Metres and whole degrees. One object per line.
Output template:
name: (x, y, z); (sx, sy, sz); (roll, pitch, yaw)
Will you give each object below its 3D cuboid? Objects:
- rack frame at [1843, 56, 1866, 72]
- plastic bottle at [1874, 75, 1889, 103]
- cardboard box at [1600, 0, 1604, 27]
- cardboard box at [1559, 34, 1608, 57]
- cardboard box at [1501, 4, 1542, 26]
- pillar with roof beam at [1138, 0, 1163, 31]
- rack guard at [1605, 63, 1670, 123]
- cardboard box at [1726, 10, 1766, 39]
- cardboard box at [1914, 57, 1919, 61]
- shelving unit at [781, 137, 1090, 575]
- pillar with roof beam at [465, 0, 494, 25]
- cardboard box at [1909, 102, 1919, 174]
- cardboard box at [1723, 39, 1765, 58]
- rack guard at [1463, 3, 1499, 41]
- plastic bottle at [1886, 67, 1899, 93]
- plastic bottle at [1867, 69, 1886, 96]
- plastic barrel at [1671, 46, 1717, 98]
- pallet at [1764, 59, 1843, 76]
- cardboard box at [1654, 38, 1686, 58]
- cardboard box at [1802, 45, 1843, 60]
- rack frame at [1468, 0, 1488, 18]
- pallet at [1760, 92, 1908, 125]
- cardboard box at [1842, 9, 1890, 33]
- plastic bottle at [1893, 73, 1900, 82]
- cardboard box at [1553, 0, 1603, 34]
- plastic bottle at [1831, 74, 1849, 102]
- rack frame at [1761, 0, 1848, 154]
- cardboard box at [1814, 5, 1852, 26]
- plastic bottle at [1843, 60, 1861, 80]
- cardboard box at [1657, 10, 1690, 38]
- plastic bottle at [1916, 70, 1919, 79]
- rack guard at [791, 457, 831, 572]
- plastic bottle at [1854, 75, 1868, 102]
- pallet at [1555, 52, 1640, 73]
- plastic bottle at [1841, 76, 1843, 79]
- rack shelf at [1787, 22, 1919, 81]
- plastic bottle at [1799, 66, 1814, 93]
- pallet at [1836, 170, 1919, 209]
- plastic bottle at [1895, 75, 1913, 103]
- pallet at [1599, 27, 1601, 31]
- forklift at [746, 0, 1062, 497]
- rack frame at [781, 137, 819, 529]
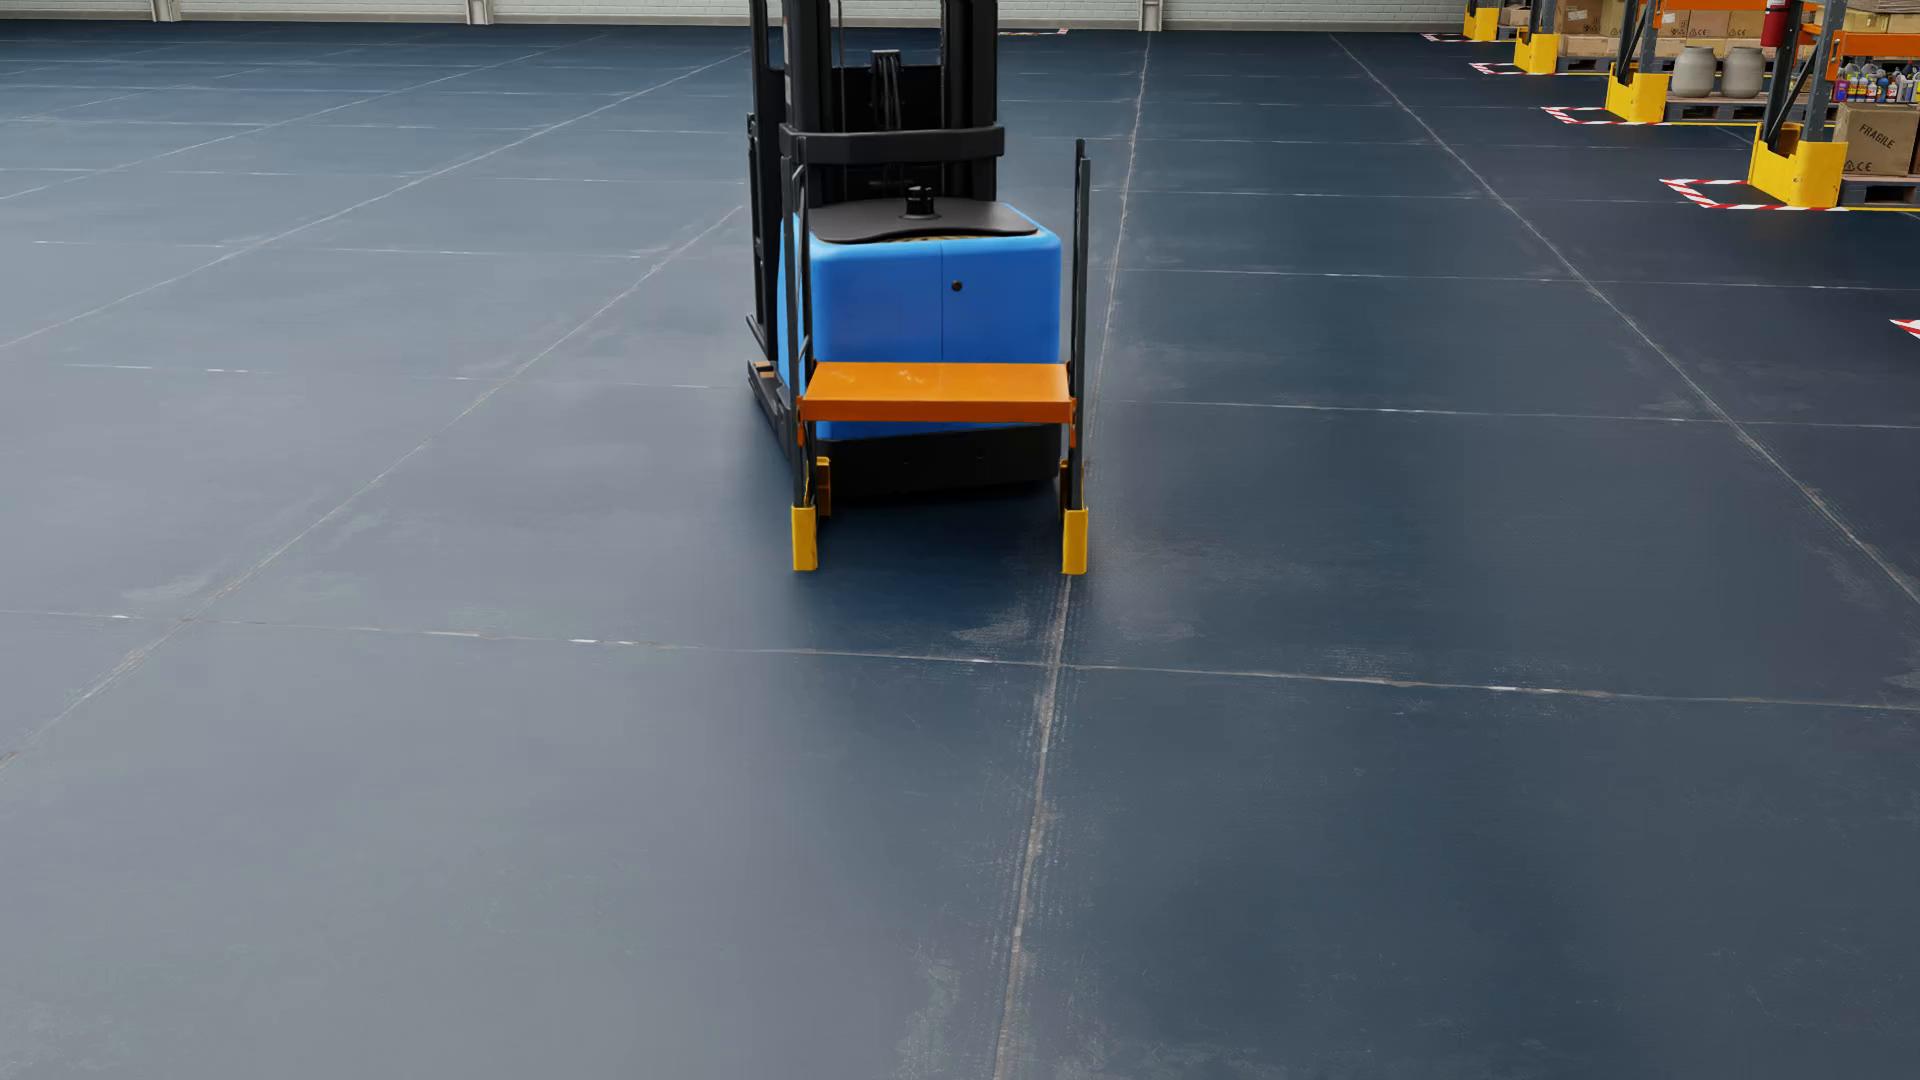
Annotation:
rack frame: (11.834, -7.657, 21.727); (0.127, 3.000, 1.000); (2, 22, 6)
plastic bottle: (9.680, -4.737, 17.454); (0.097, 0.271, 0.097); (0, 22, 0)
cardboard box: (10.406, -8.543, 26.771); (0.500, 0.500, 0.700); (1, 22, 3)
cardboard box: (8.368, -6.642, 22.329); (0.500, 0.250, 0.500); (2, 22, 6)
cardboard box: (9.117, -8.530, 26.994); (0.500, 0.311, 0.500); (0, 22, 0)
pillar with roof beam: (2.773, -11.402, 23.040); (0.400, 9.000, 9.100); (2, 22, 6)
rack guard: (7.356, -4.873, 18.085); (0.348, 0.500, 1.175); (2, 22, 6)
cardboard box: (10.356, -6.908, 21.983); (0.500, 0.500, 0.500); (2, 22, 6)
cardboard box: (12.713, -6.443, 21.825); (0.500, 0.250, 0.500); (3, 22, 8)
shelving unit: (-0.068, -0.682, 6.125); (1.083, 1.500, 0.587); (1, 22, 1)
pillar with roof beam: (-9.144, -11.921, 24.353); (0.400, 9.000, 9.100); (2, 22, 6)
cardboard box: (7.908, -3.199, 13.281); (0.500, 0.500, 0.500); (8, 23, 20)
cardboard box: (10.354, -6.555, 22.109); (0.500, 0.250, 0.500); (2, 22, 6)
rack guard: (8.516, -8.473, 27.191); (0.348, 0.500, 1.175); (2, 22, 6)
plastic bottle: (10.148, -5.007, 18.120); (0.133, 0.283, 0.061); (3, 22, 9)
plastic bottle: (9.892, -4.944, 17.972); (0.135, 0.276, 0.152); (2, 22, 6)
plastic barrel: (7.938, -5.059, 17.969); (0.421, 0.512, 0.421); (0, 22, 0)
pallet: (11.049, -6.410, 22.365); (1.213, 0.211, 1.003); (2, 22, 6)
cardboard box: (9.361, -6.600, 22.222); (0.500, 0.250, 0.500); (2, 22, 6)
cardboard box: (11.348, -6.514, 22.004); (0.500, 0.250, 0.500); (2, 22, 6)
rack frame: (8.441, -9.638, 26.740); (0.127, 3.000, 1.000); (2, 22, 6)
pallet: (9.370, -4.648, 17.909); (1.213, 0.211, 1.003); (2, 22, 6)
cardboard box: (6.947, -3.997, 12.811); (0.250, 0.149, 0.380); (2, 22, 6)
plastic bottle: (9.913, -4.782, 17.552); (0.133, 0.283, 0.061); (2, 22, 6)
cardboard box: (8.429, -7.180, 22.671); (0.500, 0.500, 0.500); (2, 22, 6)
plastic bottle: (9.261, -4.754, 17.481); (0.133, 0.283, 0.061); (3, 22, 7)
rack frame: (6.692, -4.213, 13.017); (0.127, 3.000, 1.000); (2, 22, 6)
cardboard box: (6.999, -4.159, 13.222); (0.250, 0.149, 0.380); (2, 22, 6)
plastic bottle: (9.700, -5.042, 18.118); (0.185, 0.351, 0.144); (3, 22, 9)
cardboard box: (9.363, -6.953, 22.095); (0.500, 0.500, 0.500); (2, 22, 6)
plastic bottle: (10.336, -4.933, 17.949); (0.097, 0.271, 0.097); (0, 22, 0)
rack guard: (-0.566, -0.106, 6.367); (0.087, 0.250, 0.587); (1, 22, 1)
plastic bottle: (9.479, -4.746, 17.477); (0.097, 0.271, 0.097); (0, 22, 0)
pallet: (8.626, -6.515, 22.632); (1.213, 0.211, 1.003); (2, 22, 6)
plastic bottle: (9.539, -4.932, 18.043); (0.097, 0.201, 0.097); (0, 22, 0)
rack shelf: (8.678, -3.792, 12.930); (4.000, 0.370, 1.077); (2, 22, 6)
plastic bottle: (9.269, -5.045, 18.217); (0.133, 0.283, 0.061); (3, 22, 8)
pallet: (7.570, -2.865, 13.399); (1.213, 0.211, 1.003); (2, 22, 6)
plastic bottle: (9.902, -4.740, 17.455); (0.135, 0.276, 0.152); (3, 22, 7)
pallet: (10.527, -8.237, 26.987); (1.213, 0.211, 1.003); (2, 22, 6)
forklift: (-0.433, -2.045, 7.627); (1.130, 2.935, 3.031); (-5, 22, -13)
rack frame: (-0.586, -0.687, 6.138); (0.032, 1.500, 0.500); (1, 22, 1)
